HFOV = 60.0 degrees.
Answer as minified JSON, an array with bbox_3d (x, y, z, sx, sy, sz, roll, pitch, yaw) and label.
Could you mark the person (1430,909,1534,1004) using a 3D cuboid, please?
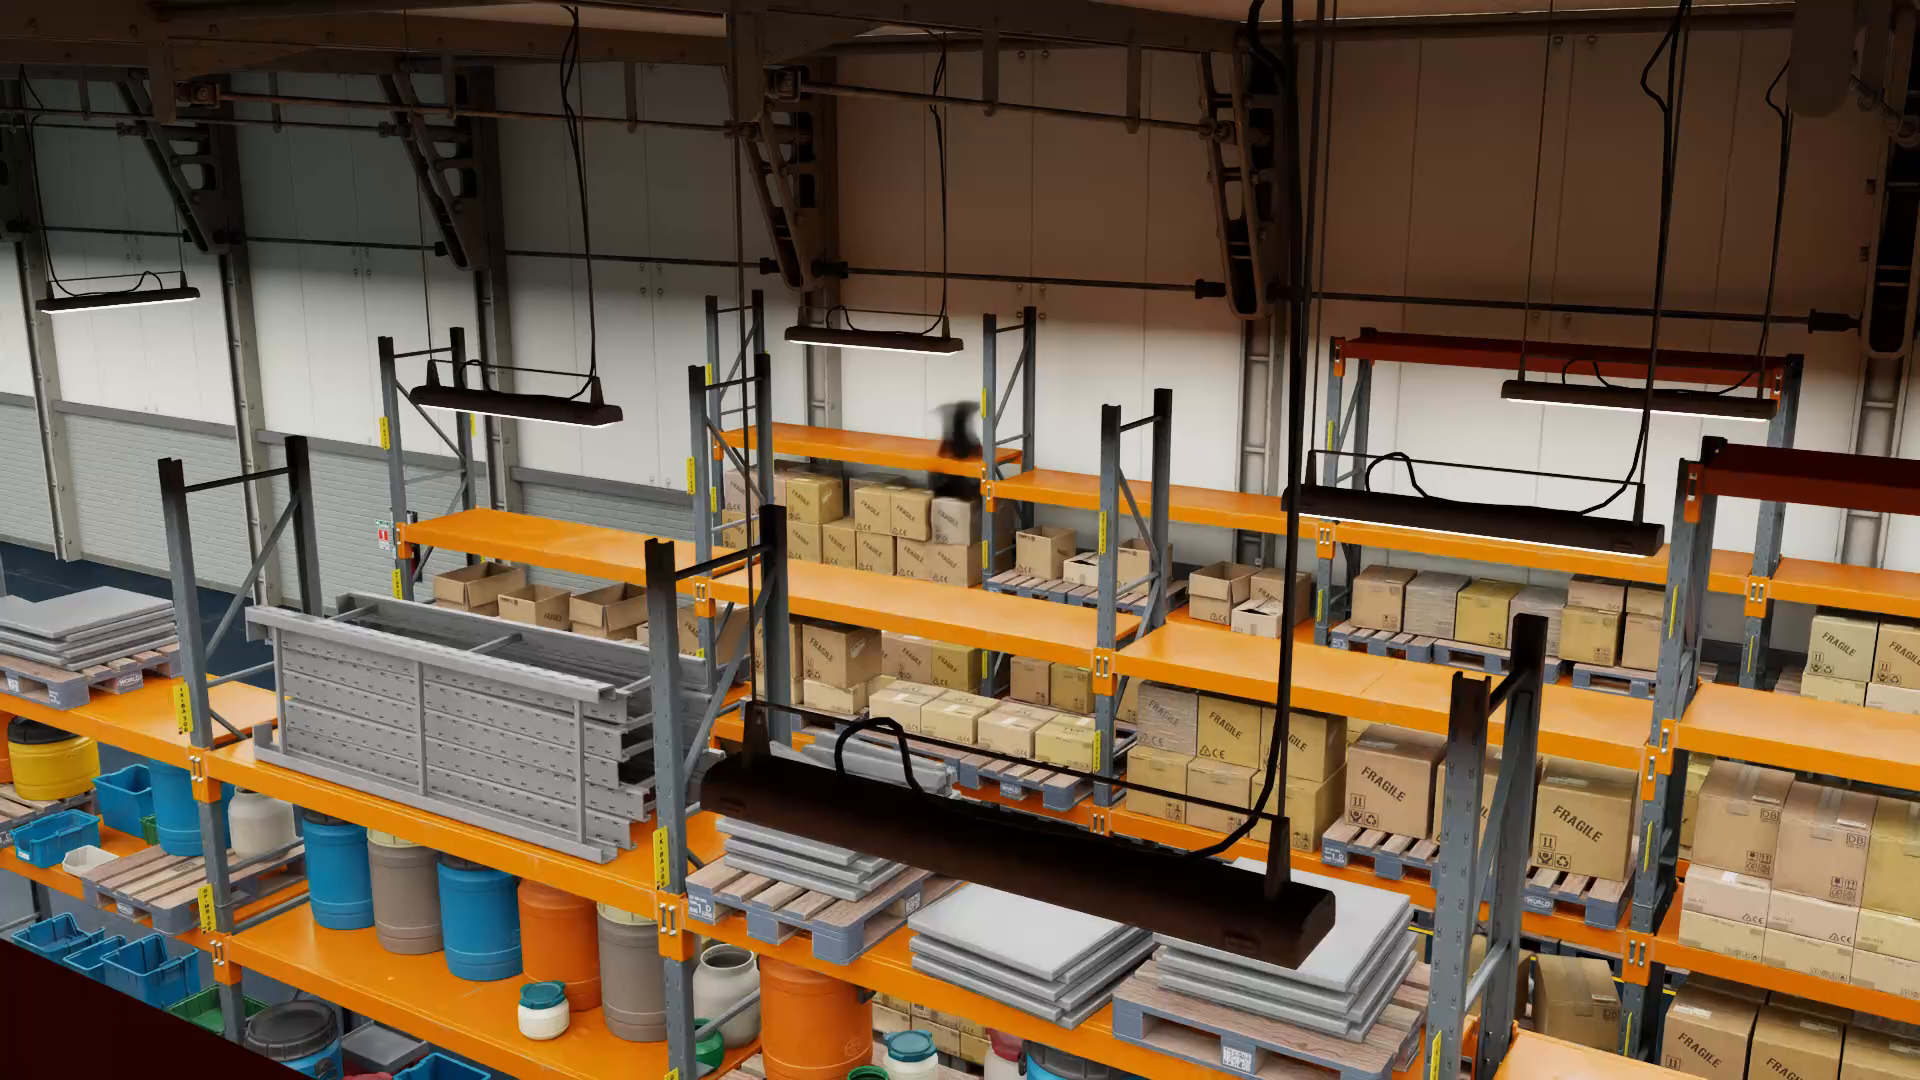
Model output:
[{"bbox_3d":[4.886,3.683,15.305,1.171,1.536,0.658,1,14,6],"label":"person"}]
